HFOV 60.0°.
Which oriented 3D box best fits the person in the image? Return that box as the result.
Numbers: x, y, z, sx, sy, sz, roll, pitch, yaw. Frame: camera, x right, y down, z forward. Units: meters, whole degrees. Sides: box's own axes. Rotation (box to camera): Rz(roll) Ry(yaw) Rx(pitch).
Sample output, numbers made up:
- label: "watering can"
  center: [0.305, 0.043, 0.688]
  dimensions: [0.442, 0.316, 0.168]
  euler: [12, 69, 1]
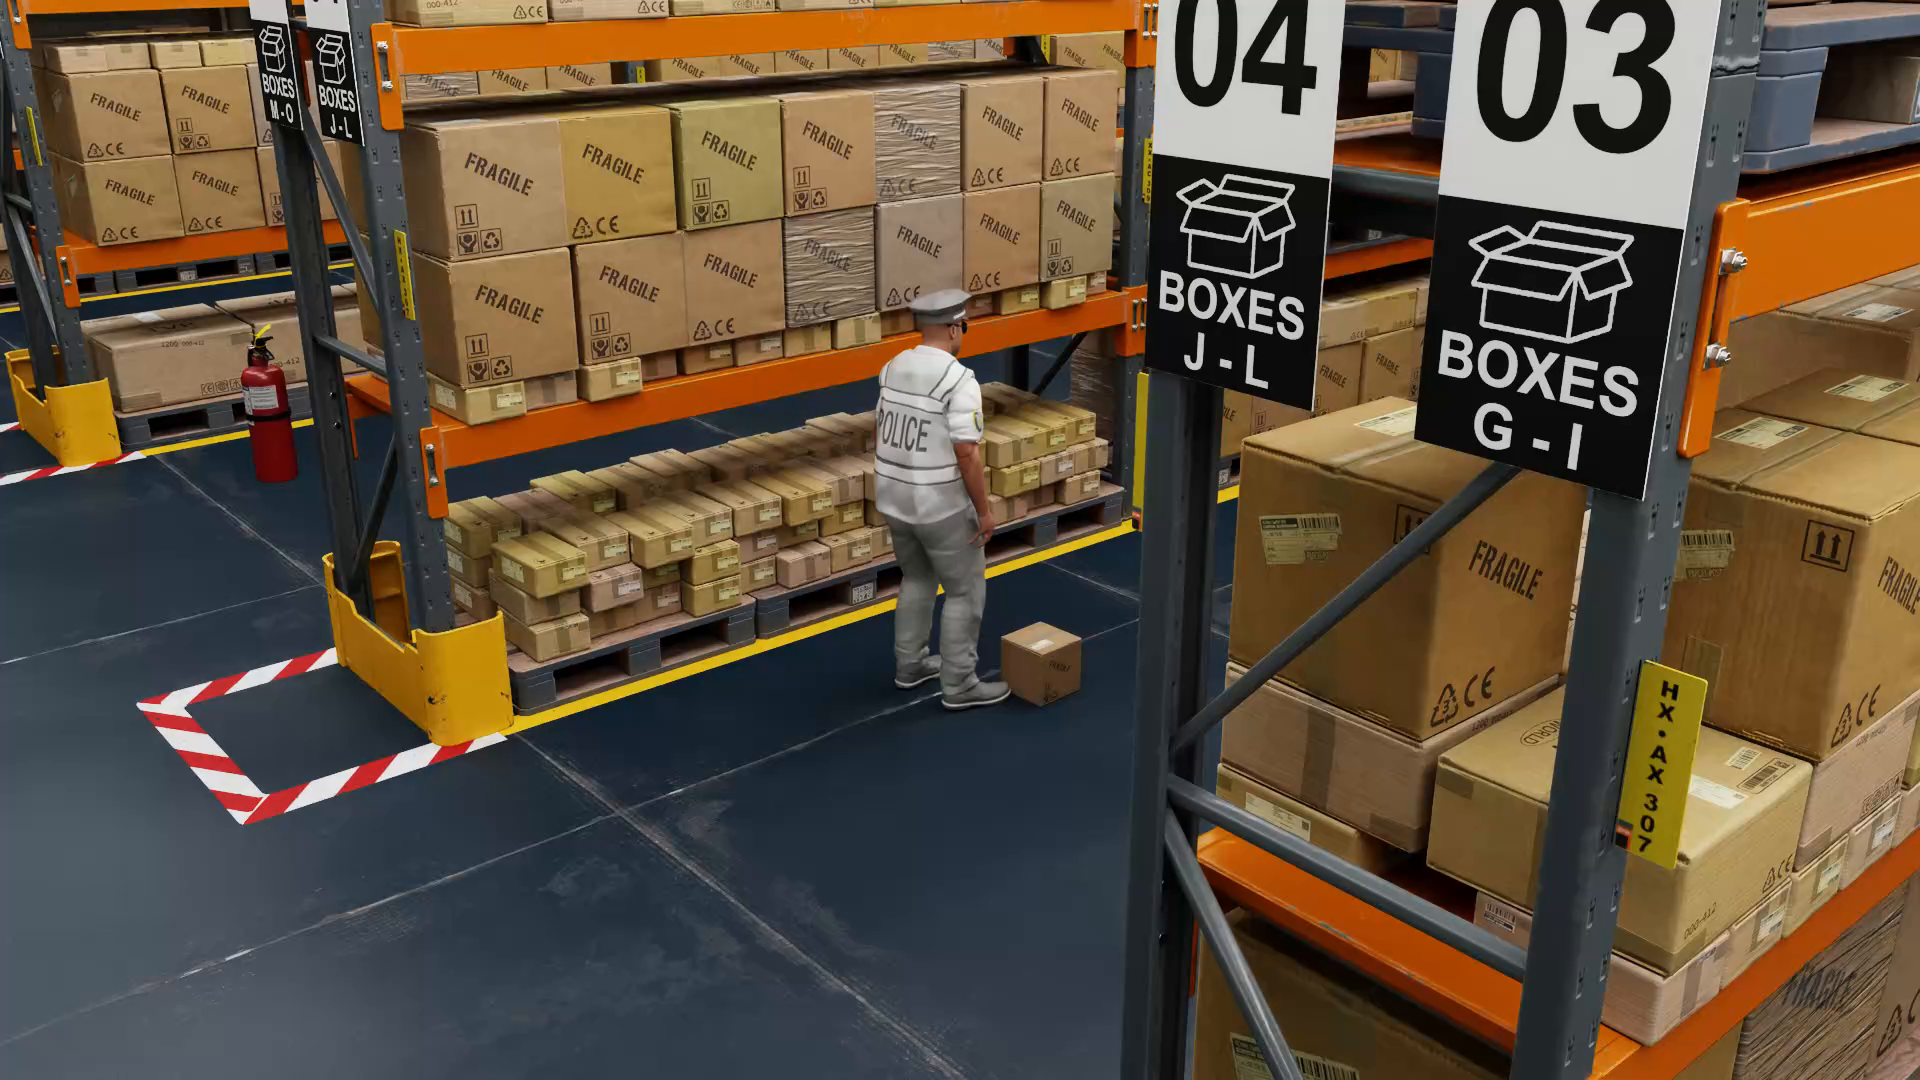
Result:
- label: "person"
  center: [-0.113, -0.157, 6.984]
  dimensions: [0.607, 1.747, 0.439]
  euler: [19, 28, 41]
